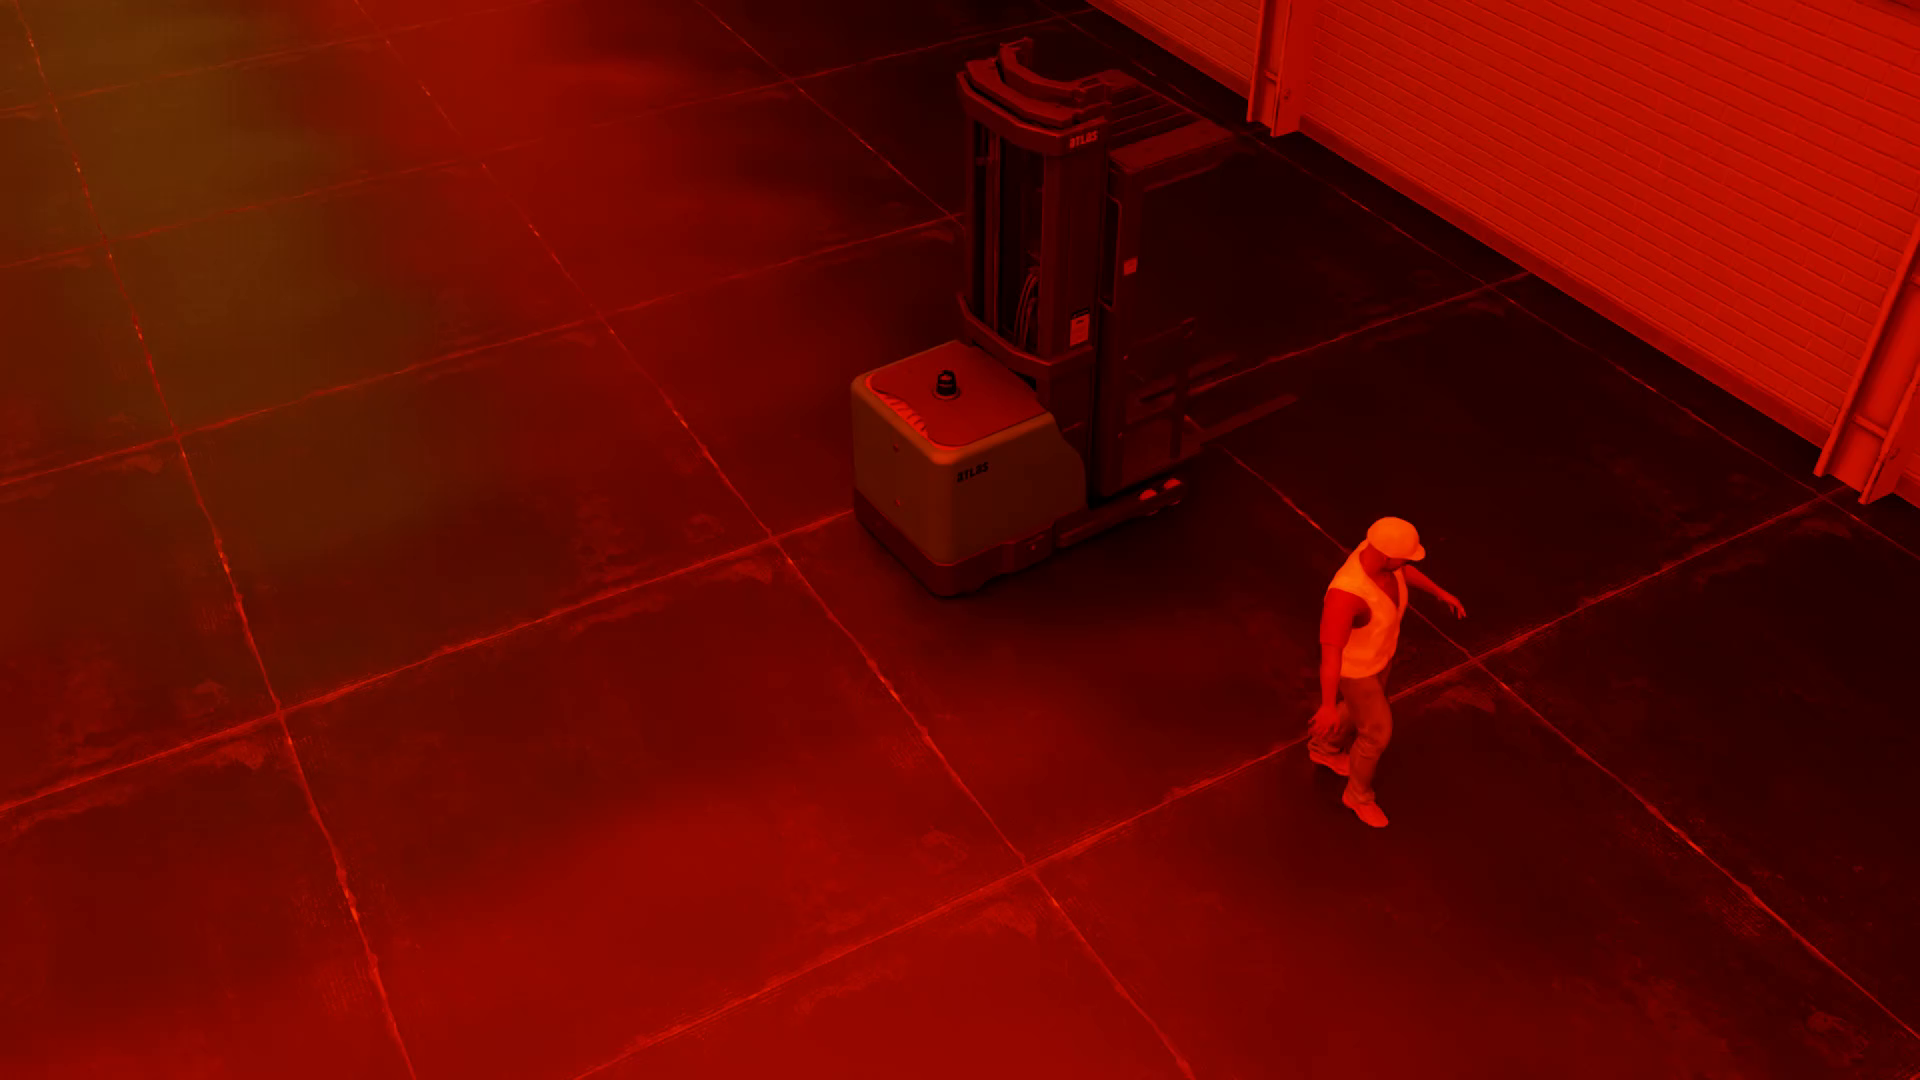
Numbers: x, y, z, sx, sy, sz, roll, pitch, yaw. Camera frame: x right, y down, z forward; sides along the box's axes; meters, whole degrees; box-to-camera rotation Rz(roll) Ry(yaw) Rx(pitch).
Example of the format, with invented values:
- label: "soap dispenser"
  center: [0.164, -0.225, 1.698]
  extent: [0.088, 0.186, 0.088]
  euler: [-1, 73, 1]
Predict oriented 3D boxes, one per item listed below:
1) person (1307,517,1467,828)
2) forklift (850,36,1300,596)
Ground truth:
- label: "person"
  center: [2.066, 0.641, 8.235]
  extent: [0.592, 1.792, 1.032]
  euler: [24, 45, 26]
- label: "forklift"
  center: [0.841, -1.537, 9.889]
  extent: [3.031, 2.935, 1.130]
  euler: [-24, 45, -26]
